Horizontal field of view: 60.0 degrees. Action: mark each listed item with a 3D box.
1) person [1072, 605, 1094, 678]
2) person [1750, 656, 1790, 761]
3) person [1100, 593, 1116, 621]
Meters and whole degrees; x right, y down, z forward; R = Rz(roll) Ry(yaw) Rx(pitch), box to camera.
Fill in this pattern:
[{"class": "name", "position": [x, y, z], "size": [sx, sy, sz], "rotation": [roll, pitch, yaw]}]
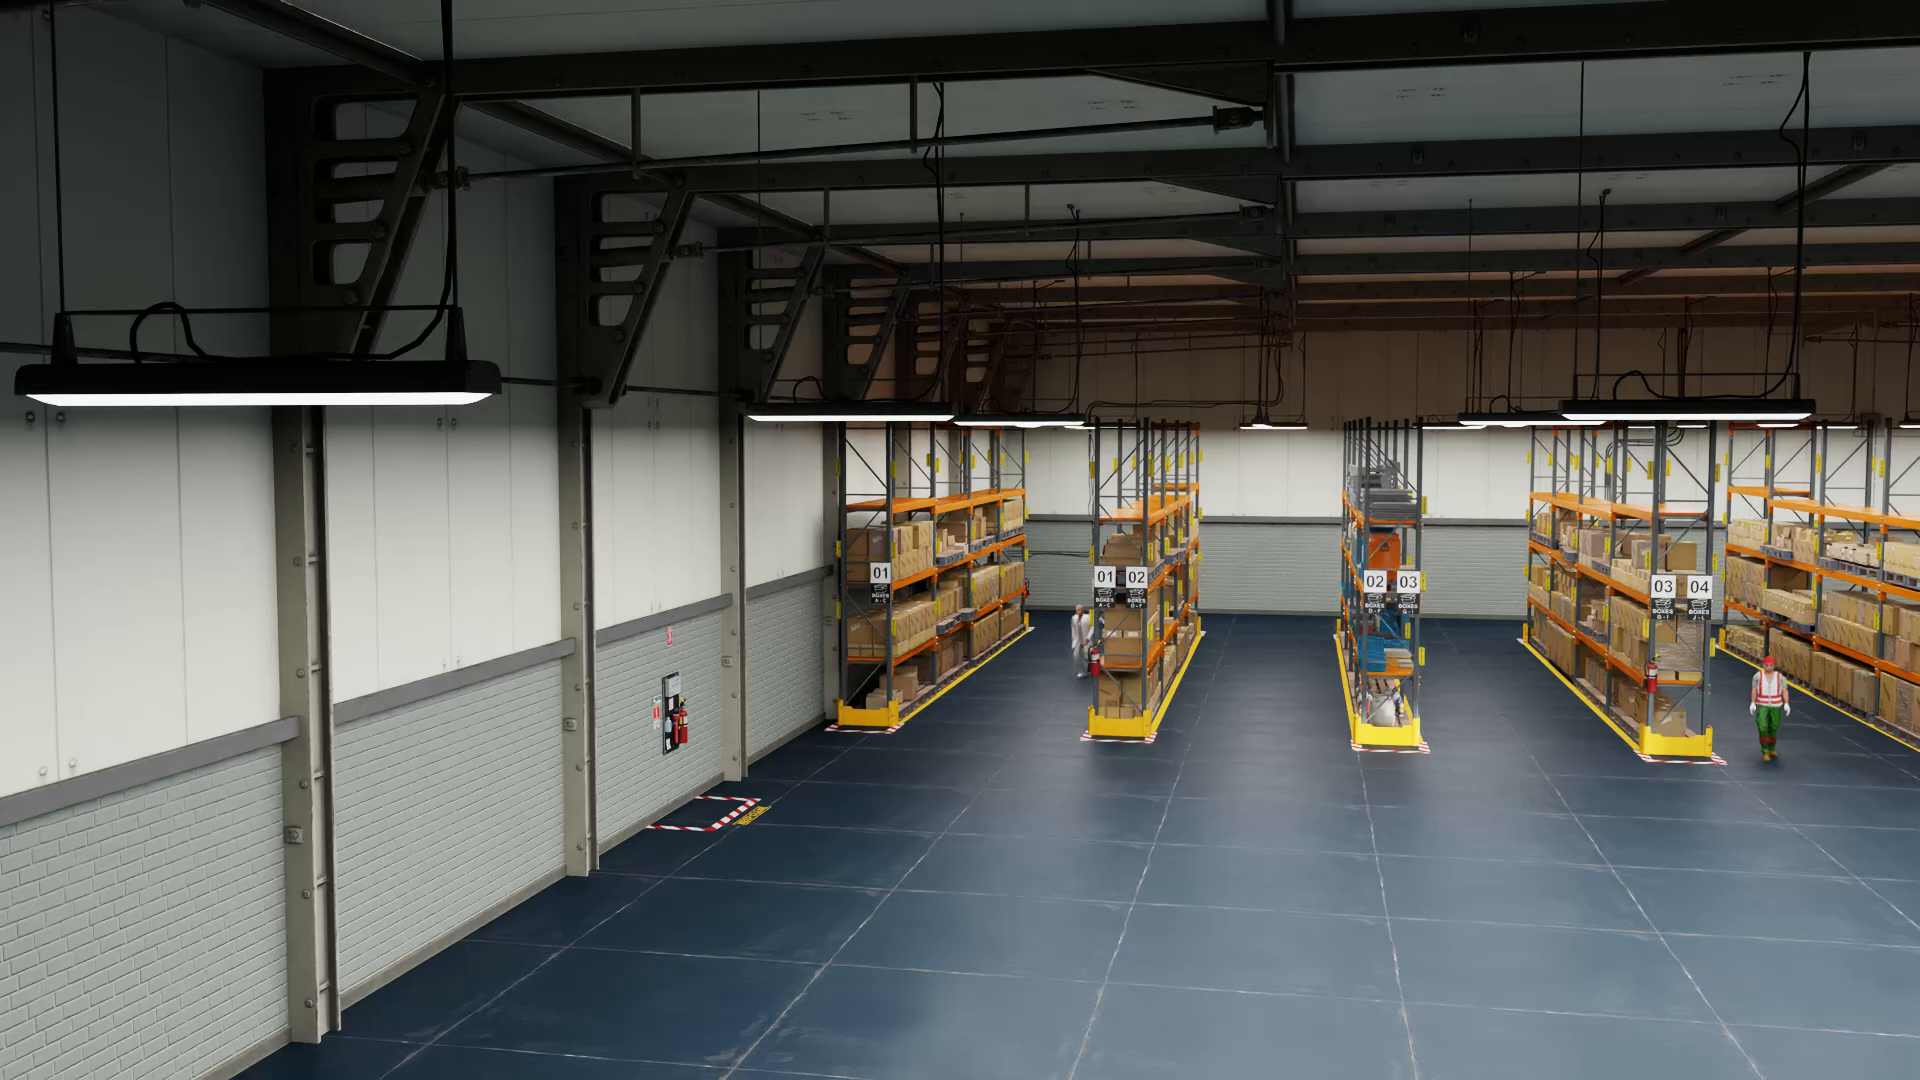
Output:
[{"class": "person", "position": [2.890, 2.353, 39.009], "size": [0.620, 1.695, 0.848], "rotation": [2, 4, 25]}, {"class": "person", "position": [14.216, 2.955, 29.180], "size": [0.627, 1.833, 0.585], "rotation": [2, 4, 23]}, {"class": "person", "position": [4.497, 1.779, 49.192], "size": [0.910, 1.483, 0.406], "rotation": [3, 5, 37]}]
